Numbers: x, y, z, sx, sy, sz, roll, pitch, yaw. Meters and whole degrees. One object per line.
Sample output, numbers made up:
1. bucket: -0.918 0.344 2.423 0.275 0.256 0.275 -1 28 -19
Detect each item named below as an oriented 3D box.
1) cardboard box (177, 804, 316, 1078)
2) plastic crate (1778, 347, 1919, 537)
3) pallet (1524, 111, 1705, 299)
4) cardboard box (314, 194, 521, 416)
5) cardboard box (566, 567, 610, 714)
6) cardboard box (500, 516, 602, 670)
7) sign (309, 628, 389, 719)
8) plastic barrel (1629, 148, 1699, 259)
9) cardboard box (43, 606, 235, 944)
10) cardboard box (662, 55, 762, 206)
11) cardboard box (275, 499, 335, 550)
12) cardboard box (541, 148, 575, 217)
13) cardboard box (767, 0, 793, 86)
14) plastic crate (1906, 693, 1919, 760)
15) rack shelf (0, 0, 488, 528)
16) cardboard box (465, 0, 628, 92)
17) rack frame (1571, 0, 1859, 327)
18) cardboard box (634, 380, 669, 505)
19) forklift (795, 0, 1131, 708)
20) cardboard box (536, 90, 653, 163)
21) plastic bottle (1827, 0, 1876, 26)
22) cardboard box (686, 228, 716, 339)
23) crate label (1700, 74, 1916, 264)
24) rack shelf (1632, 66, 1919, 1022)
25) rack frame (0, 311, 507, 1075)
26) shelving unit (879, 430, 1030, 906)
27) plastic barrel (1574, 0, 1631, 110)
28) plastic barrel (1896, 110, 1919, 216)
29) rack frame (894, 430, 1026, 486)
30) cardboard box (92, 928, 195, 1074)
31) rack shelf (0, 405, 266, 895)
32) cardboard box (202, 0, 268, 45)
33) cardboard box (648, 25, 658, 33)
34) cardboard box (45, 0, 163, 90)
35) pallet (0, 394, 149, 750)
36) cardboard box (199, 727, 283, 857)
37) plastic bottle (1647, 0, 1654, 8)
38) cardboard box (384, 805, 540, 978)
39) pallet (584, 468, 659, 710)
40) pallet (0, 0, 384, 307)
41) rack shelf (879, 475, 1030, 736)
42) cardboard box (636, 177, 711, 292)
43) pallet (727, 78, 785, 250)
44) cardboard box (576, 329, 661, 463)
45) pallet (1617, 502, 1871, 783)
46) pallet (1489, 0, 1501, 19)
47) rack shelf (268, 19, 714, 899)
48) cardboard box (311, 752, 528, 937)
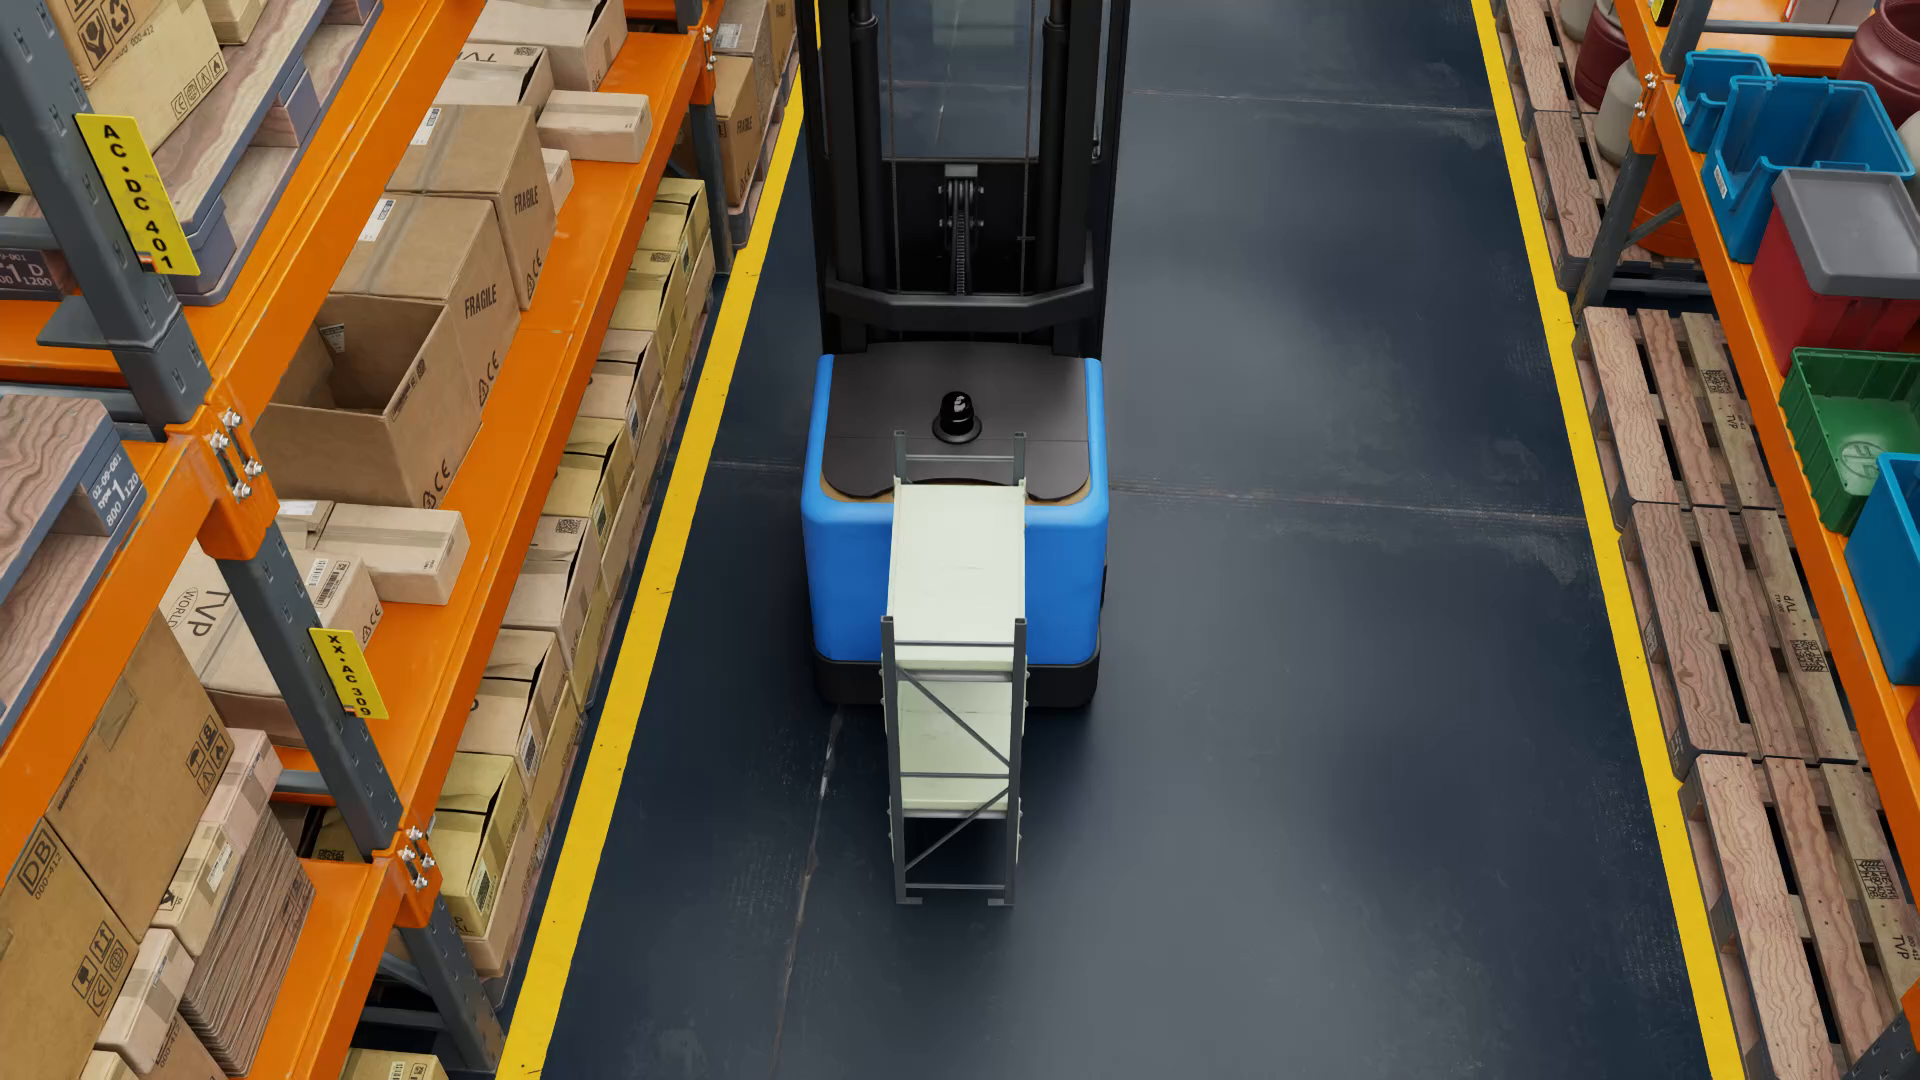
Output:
1. cardboard box: -1.988 0.885 3.866 0.700 0.500 0.500 3 48 3
2. plastic crate: 2.857 -0.299 5.160 0.450 0.188 0.662 4 48 4
3. pallet: 3.374 -1.652 8.144 1.003 0.211 1.213 4 48 4
4. cardboard box: -1.773 -0.759 5.370 0.500 0.500 0.500 4 48 4
5. cardboard box: -1.578 0.343 6.008 0.500 0.250 0.500 3 48 2
6. cardboard box: -1.571 0.155 5.800 0.500 0.311 0.500 2 48 2
7. sign: -1.401 0.310 3.819 0.100 0.325 0.005 4 48 4
8. plastic barrel: 3.371 -1.781 7.558 0.600 0.830 0.708 4 48 4
9. cardboard box: -1.988 0.448 3.387 0.700 0.500 0.500 4 48 4
10. cardboard box: -1.263 -1.967 7.938 0.500 0.500 0.500 6 48 5
11. cardboard box: -2.056 -0.020 4.853 0.396 0.266 0.258 3 48 3
12. cardboard box: -1.649 -1.321 6.122 0.380 0.149 0.250 7 48 6
13. cardboard box: -1.170 -2.720 8.627 0.500 0.500 0.500 3 48 3
14. plastic crate: 2.718 0.531 4.215 0.402 0.464 0.583 4 48 4
15. rack shelf: -1.771 -1.647 4.704 1.077 0.370 4.000 4 48 4
16. cardboard box: -1.665 -2.052 6.681 0.500 0.311 0.500 7 48 6
17. rack frame: 3.344 -2.011 6.582 1.000 3.000 0.127 4 48 4
18. cardboard box: -1.486 -0.409 6.696 0.500 0.250 0.500 5 48 4
19. forklift: 0.014 -1.448 6.114 1.130 2.935 3.031 1 48 1
20. cardboard box: -1.396 -1.582 6.361 0.380 0.149 0.250 4 48 4
21. plastic bottle: 3.705 -2.265 6.899 0.152 0.276 0.135 4 48 4
22. cardboard box: -1.394 -1.157 7.380 0.500 0.250 0.500 5 48 4
23. crate label: 2.984 -1.311 5.918 0.502 0.435 0.616 4 48 4
24. rack shelf: 3.161 -0.298 5.504 1.077 0.370 4.000 4 48 4
25. rack frame: -1.953 0.593 4.201 1.000 3.000 0.127 4 48 4
26. shelving unit: -0.008 0.454 5.344 0.431 1.500 0.755 1 48 1
27. plastic barrel: 3.474 -2.529 8.406 0.600 0.588 0.708 4 48 4
28. plastic barrel: 3.463 -1.278 5.836 0.421 0.512 0.421 0 48 0
29. rack frame: 0.000 0.184 5.591 0.400 1.500 0.023 1 48 1
30. cardboard box: -1.811 0.928 3.387 0.380 0.149 0.250 3 48 2
31. rack shelf: -2.136 1.293 2.015 1.077 0.370 4.000 4 48 4
32. cardboard box: -1.840 -1.367 3.777 0.500 0.250 0.500 0 48 0
33. cardboard box: -1.737 -2.355 8.293 0.500 0.500 0.500 6 48 5
34. cardboard box: -1.858 -1.214 3.130 0.500 0.500 0.500 4 48 4
35. pallet: -2.005 0.239 2.552 1.003 0.211 1.213 4 48 4
36. cardboard box: -1.765 0.554 3.729 0.380 0.149 0.250 4 48 3
37. plastic bottle: 2.984 -2.353 7.030 0.097 0.201 0.097 0 48 0
38. cardboard box: -1.670 1.099 5.317 0.500 0.250 0.500 3 48 3
39. pallet: -1.816 0.091 6.550 1.003 0.211 1.213 4 48 4
40. pallet: -1.886 -1.004 3.758 0.805 0.209 1.217 2 48 2
41. rack shelf: -0.008 0.191 5.056 0.431 0.370 0.720 1 48 1
42. cardboard box: -1.391 -1.348 7.175 0.500 0.311 0.500 5 48 5
43. pallet: -1.483 -1.952 8.418 1.003 0.211 1.213 4 48 4
44. cardboard box: -1.481 -0.595 6.486 0.500 0.311 0.500 4 48 3
45. pallet: 3.121 0.391 6.275 1.003 0.211 1.213 4 48 4
46. pallet: 3.596 -3.445 9.784 1.003 0.211 1.213 4 48 4
47. rack shelf: -1.771 -0.634 5.811 1.077 0.370 4.000 4 48 4
48. cardboard box: -1.668 0.903 5.116 0.500 0.311 0.500 4 48 4
